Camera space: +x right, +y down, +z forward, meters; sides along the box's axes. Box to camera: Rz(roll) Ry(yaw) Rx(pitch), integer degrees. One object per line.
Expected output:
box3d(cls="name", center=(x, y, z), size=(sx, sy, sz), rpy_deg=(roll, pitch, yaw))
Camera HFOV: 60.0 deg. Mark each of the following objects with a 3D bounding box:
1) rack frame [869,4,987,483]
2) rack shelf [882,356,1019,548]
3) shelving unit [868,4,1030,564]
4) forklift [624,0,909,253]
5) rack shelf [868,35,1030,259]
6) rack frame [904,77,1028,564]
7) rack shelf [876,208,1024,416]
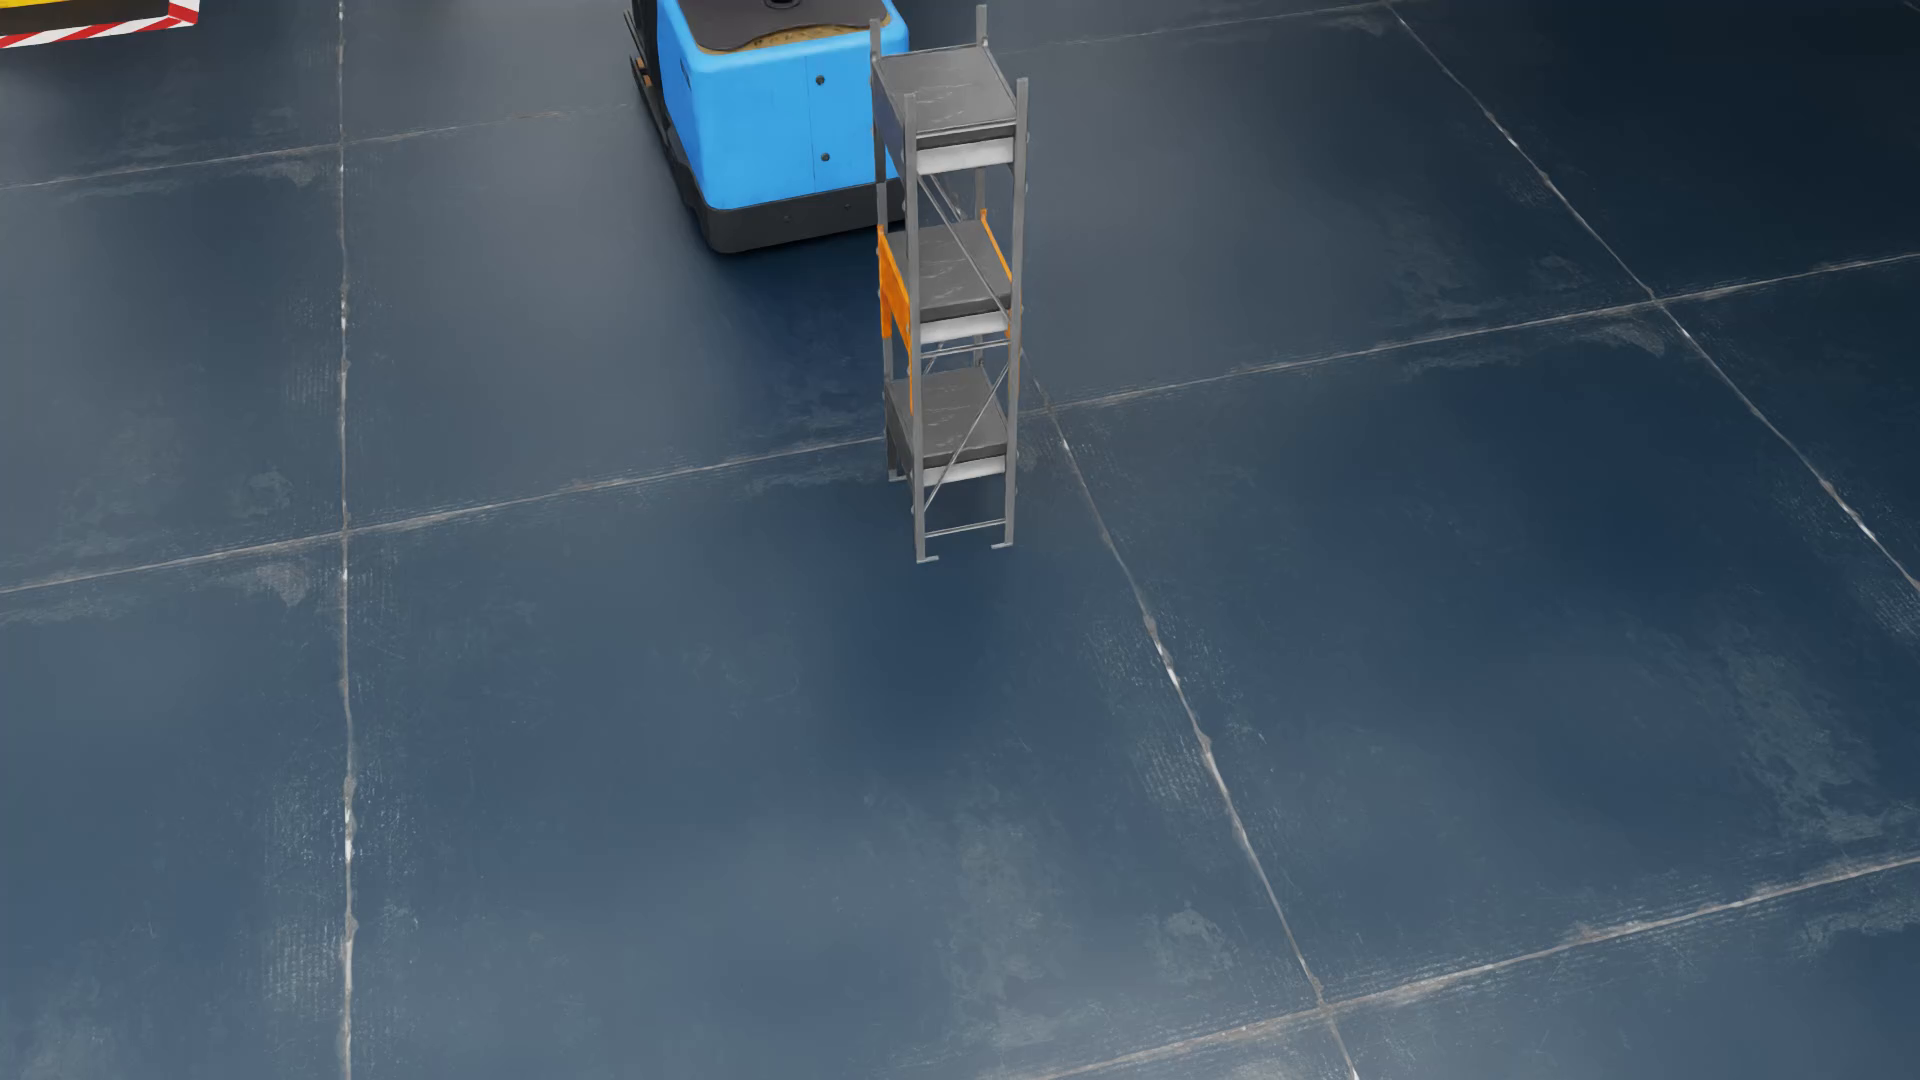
box3d(cls="rack frame", center=(-0.105, -1.018, 6.277), size=(0.400, 2.100, 0.015), rpy_deg=(-11, 47, -10))
box3d(cls="rack shelf", center=(-0.042, -0.350, 6.622), size=(0.431, 0.518, 0.480), rpy_deg=(-11, 47, -10))
box3d(cls="shelving unit", center=(-0.042, -0.849, 6.112), size=(0.431, 2.100, 0.503), rpy_deg=(-11, 47, -10))
box3d(cls="forklift", center=(-1.176, -3.479, 8.107), size=(1.130, 2.935, 3.031), rpy_deg=(-14, 47, -13))
box3d(cls="rack shelf", center=(-0.042, -1.330, 5.622), size=(0.431, 0.518, 0.480), rpy_deg=(-11, 47, -10))
box3d(cls="rack frame", center=(0.020, -0.681, 5.947), size=(0.400, 2.100, 0.015), rpy_deg=(-11, 47, -10))
box3d(cls="rack shelf", center=(-0.042, -0.840, 6.122), size=(0.431, 0.518, 0.480), rpy_deg=(-11, 47, -10))
